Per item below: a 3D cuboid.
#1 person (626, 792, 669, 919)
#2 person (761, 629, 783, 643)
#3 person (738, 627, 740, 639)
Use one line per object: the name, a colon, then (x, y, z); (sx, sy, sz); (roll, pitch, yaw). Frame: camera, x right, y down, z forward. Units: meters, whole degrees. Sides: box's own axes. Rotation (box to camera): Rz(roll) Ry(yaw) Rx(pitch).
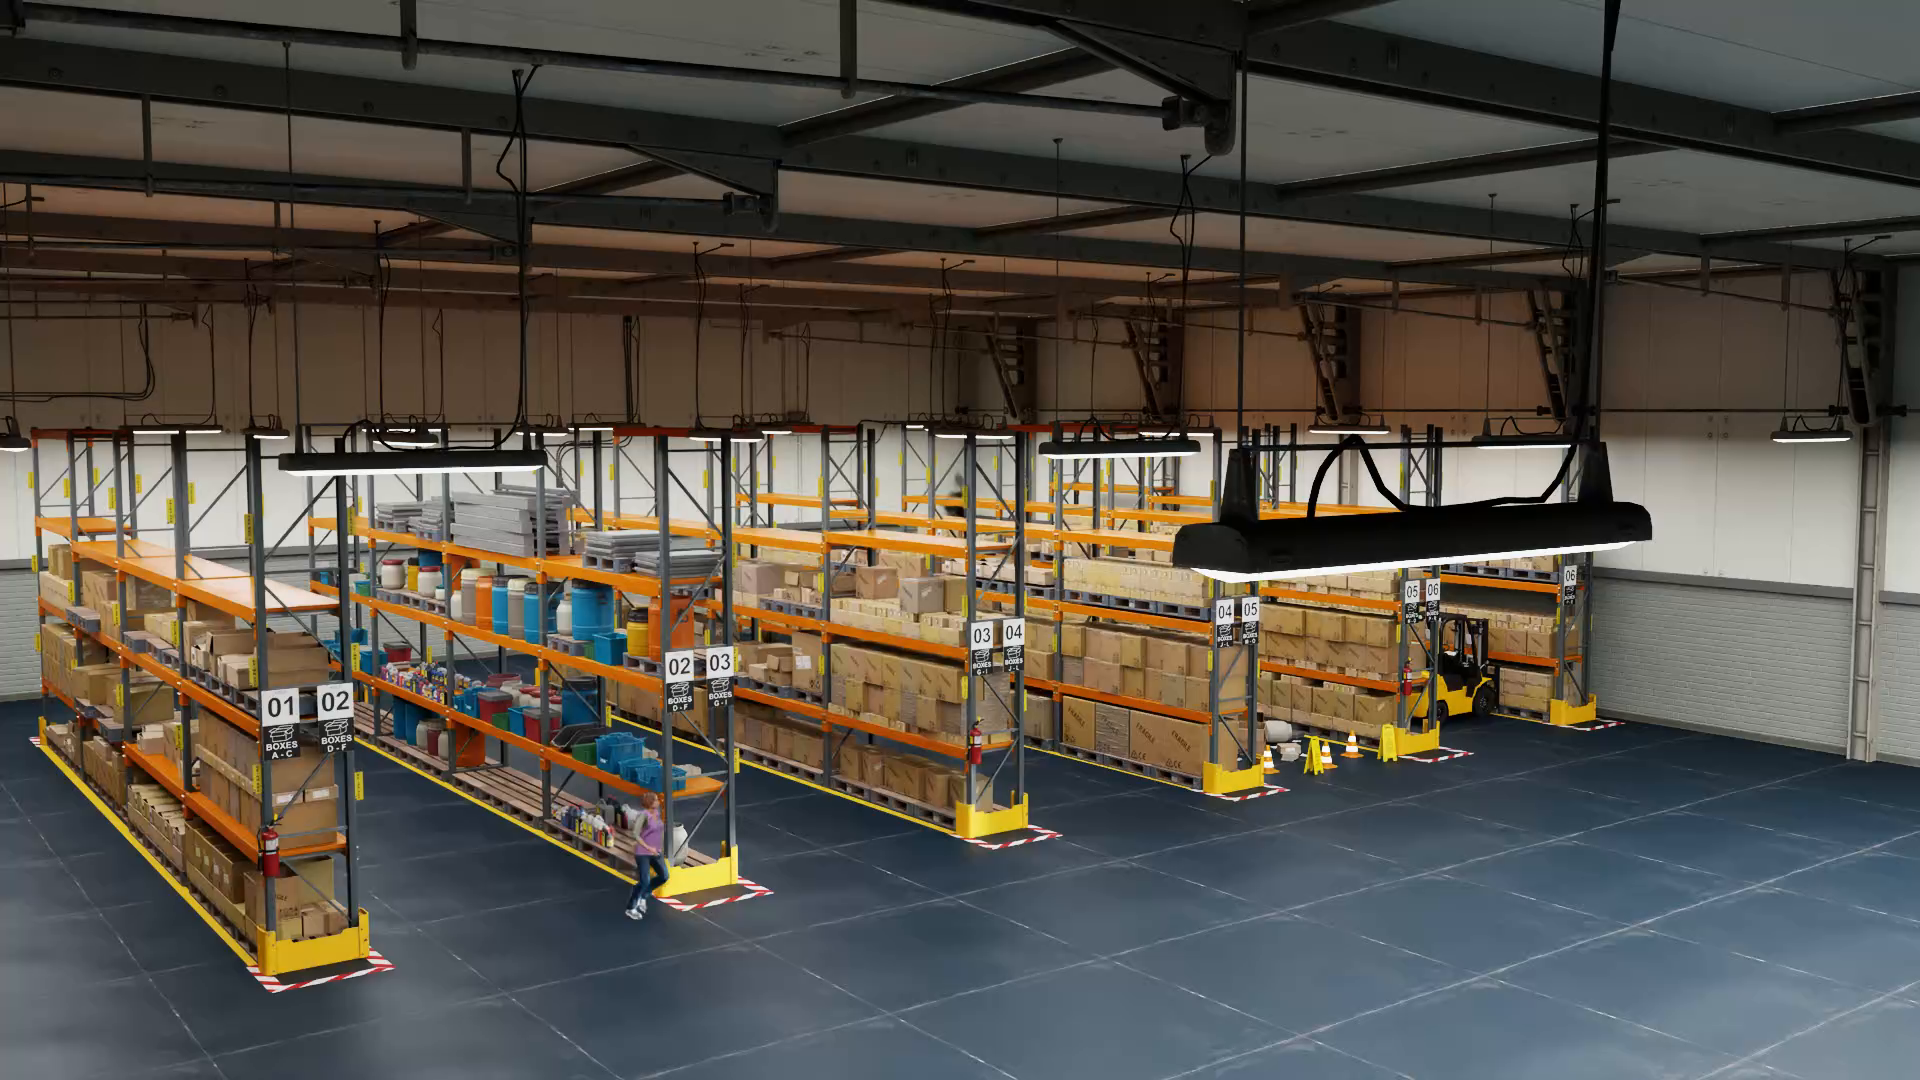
person: (-3.879, 3.925, 20.820); (0.511, 1.543, 0.601); (2, 5, 24)
person: (-4.841, 2.156, 42.238); (0.745, 1.761, 0.707); (-3, 5, -31)
person: (-5.347, 2.454, 38.159); (0.656, 1.808, 0.720); (-3, 5, -33)
